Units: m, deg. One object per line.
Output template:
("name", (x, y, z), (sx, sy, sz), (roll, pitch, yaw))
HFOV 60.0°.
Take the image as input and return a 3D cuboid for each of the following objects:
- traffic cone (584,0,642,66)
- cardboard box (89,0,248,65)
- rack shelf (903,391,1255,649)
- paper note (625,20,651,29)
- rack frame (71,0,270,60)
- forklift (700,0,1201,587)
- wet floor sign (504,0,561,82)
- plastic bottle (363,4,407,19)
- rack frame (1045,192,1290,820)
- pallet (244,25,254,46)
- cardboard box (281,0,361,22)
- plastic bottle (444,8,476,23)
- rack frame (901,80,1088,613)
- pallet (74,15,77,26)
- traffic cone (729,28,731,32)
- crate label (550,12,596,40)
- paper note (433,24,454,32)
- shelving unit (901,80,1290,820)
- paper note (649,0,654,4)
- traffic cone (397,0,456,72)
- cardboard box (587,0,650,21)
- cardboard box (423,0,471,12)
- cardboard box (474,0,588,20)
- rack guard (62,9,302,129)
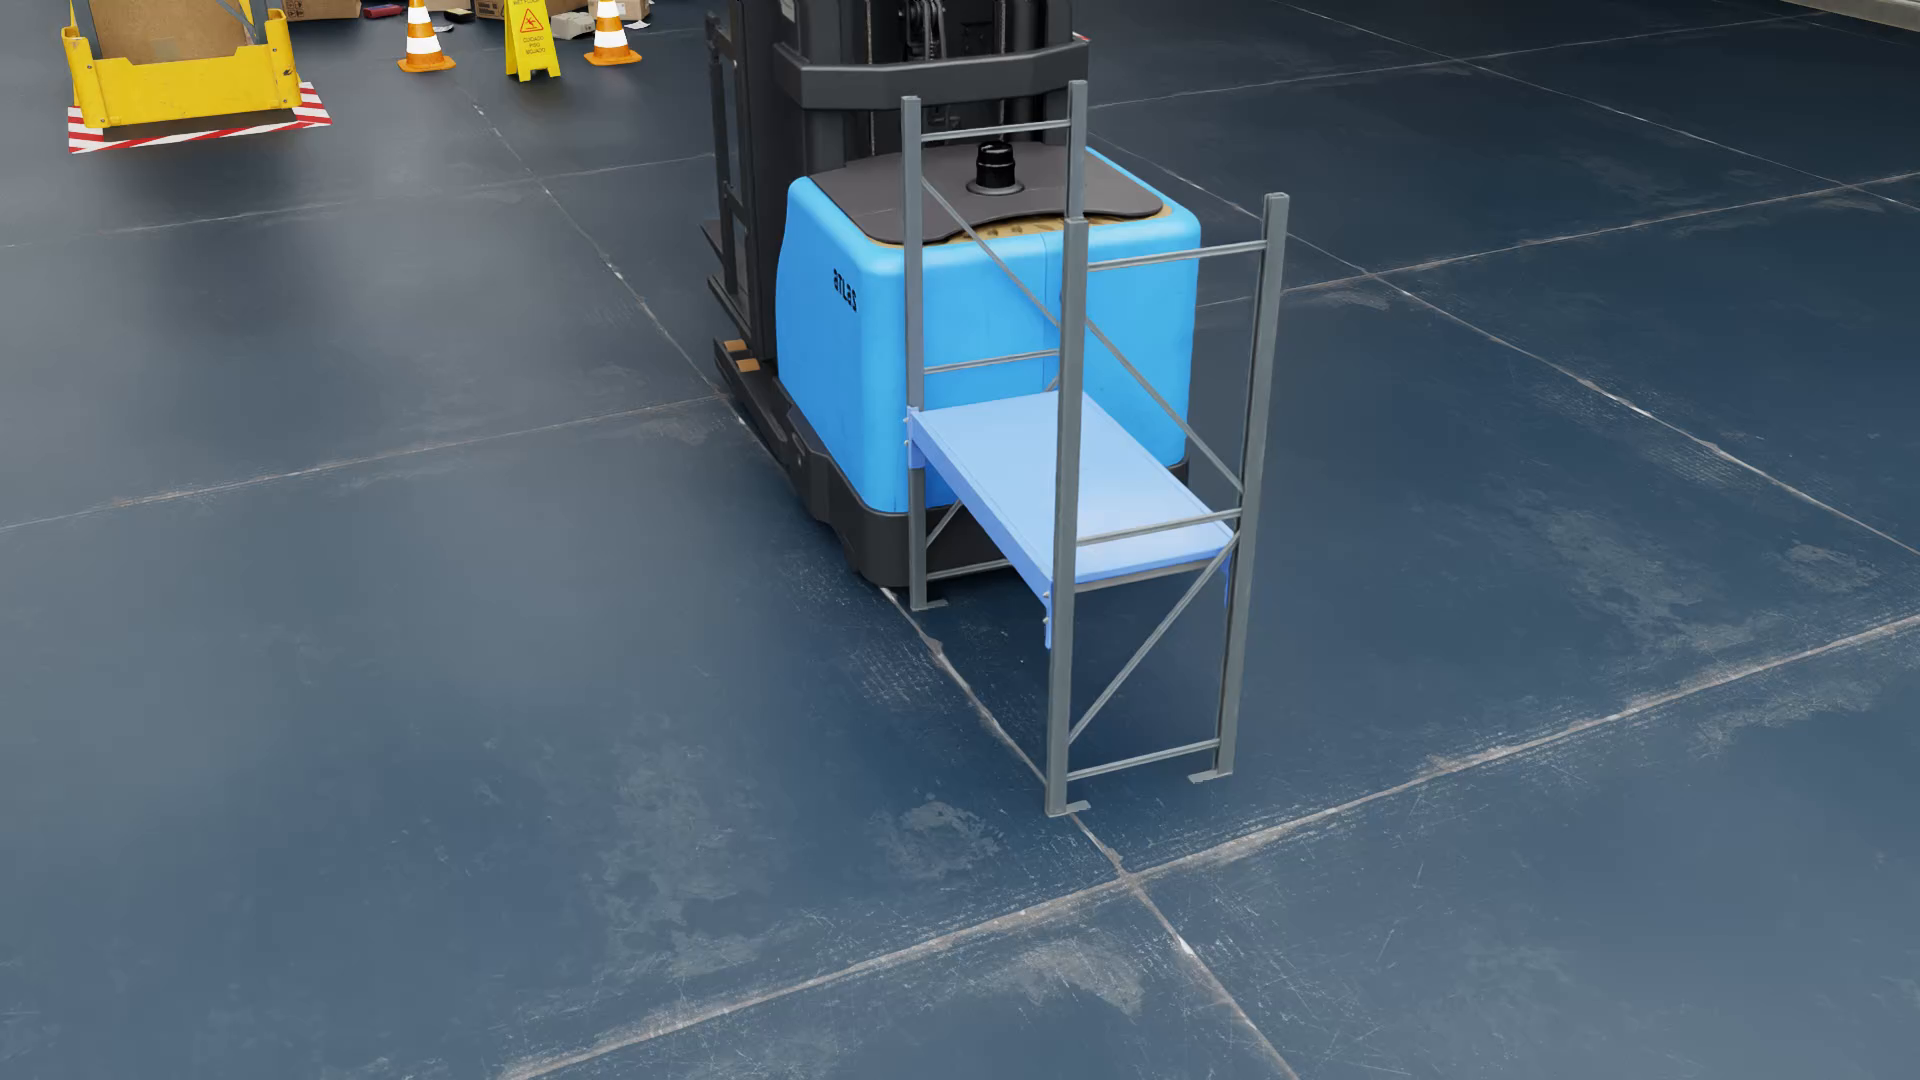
("traffic cone", (-2.266, -3.345, 10.743), (0.336, 0.463, 0.334), (-13, 32, -22))
("cardboard box", (-4.837, -3.374, 9.943), (0.875, 0.875, 0.875), (-13, 32, -22))
("rack shelf", (0.269, -0.101, 4.264), (0.538, 0.185, 1.000), (-10, 31, -18))
("paper note", (-2.263, -3.621, 11.675), (0.142, 0.019, 0.148), (26, 38, 38))
("rack frame", (-4.487, -3.832, 9.017), (1.000, 3.000, 0.127), (-13, 32, -22))
("forklift", (-0.288, -1.845, 5.543), (1.130, 2.935, 3.031), (-10, 31, -18))
("wet floor sign", (-2.686, -3.208, 10.311), (0.267, 0.644, 0.232), (-19, 35, -30))
("plastic bottle", (-4.146, -3.821, 12.001), (0.133, 0.061, 0.283), (26, 38, 38))
("rack frame", (0.447, -0.024, 3.760), (0.500, 1.500, 0.032), (-10, 31, -18))
("pallet", (-4.901, -2.952, 10.299), (1.003, 0.211, 1.213), (-13, 32, -22))
("cardboard box", (-4.611, -4.039, 11.940), (0.500, 0.500, 0.500), (-8, 30, -13))
("plastic bottle", (-3.593, -3.751, 11.877), (0.283, 0.061, 0.133), (26, 38, 38))
("rack frame", (0.092, -0.490, 4.591), (0.500, 1.500, 0.032), (-10, 31, -18))
("pallet", (-5.420, -3.491, 11.259), (1.003, 0.211, 1.213), (-13, 32, -22))
("traffic cone", (-1.409, -3.729, 11.426), (0.336, 0.463, 0.334), (-13, 32, -22))
("crate label", (-2.659, -3.537, 11.418), (0.298, 0.136, 0.250), (19, 34, 30))
("paper note", (-3.609, -3.567, 11.582), (0.144, 0.017, 0.142), (-3, 29, -5))
("shelving unit", (0.269, -0.257, 4.176), (0.538, 1.500, 1.048), (-10, 31, -18))
("paper note", (-2.307, -4.010, 12.391), (0.032, 0.001, 0.123), (-13, 32, -22))
("traffic cone", (-3.432, -3.258, 10.587), (0.336, 0.463, 0.334), (-13, 32, -22))
("cardboard box", (-2.446, -3.827, 11.923), (0.380, 0.149, 0.250), (2, 29, 4))
("cardboard box", (-3.803, -4.034, 12.172), (0.396, 0.266, 0.258), (-8, 30, -13))
("cardboard box", (-3.100, -4.071, 11.996), (0.637, 0.503, 0.797), (13, 32, 21))
("rack guard", (-4.476, -2.731, 9.609), (1.175, 0.500, 0.348), (-13, 32, -22))
